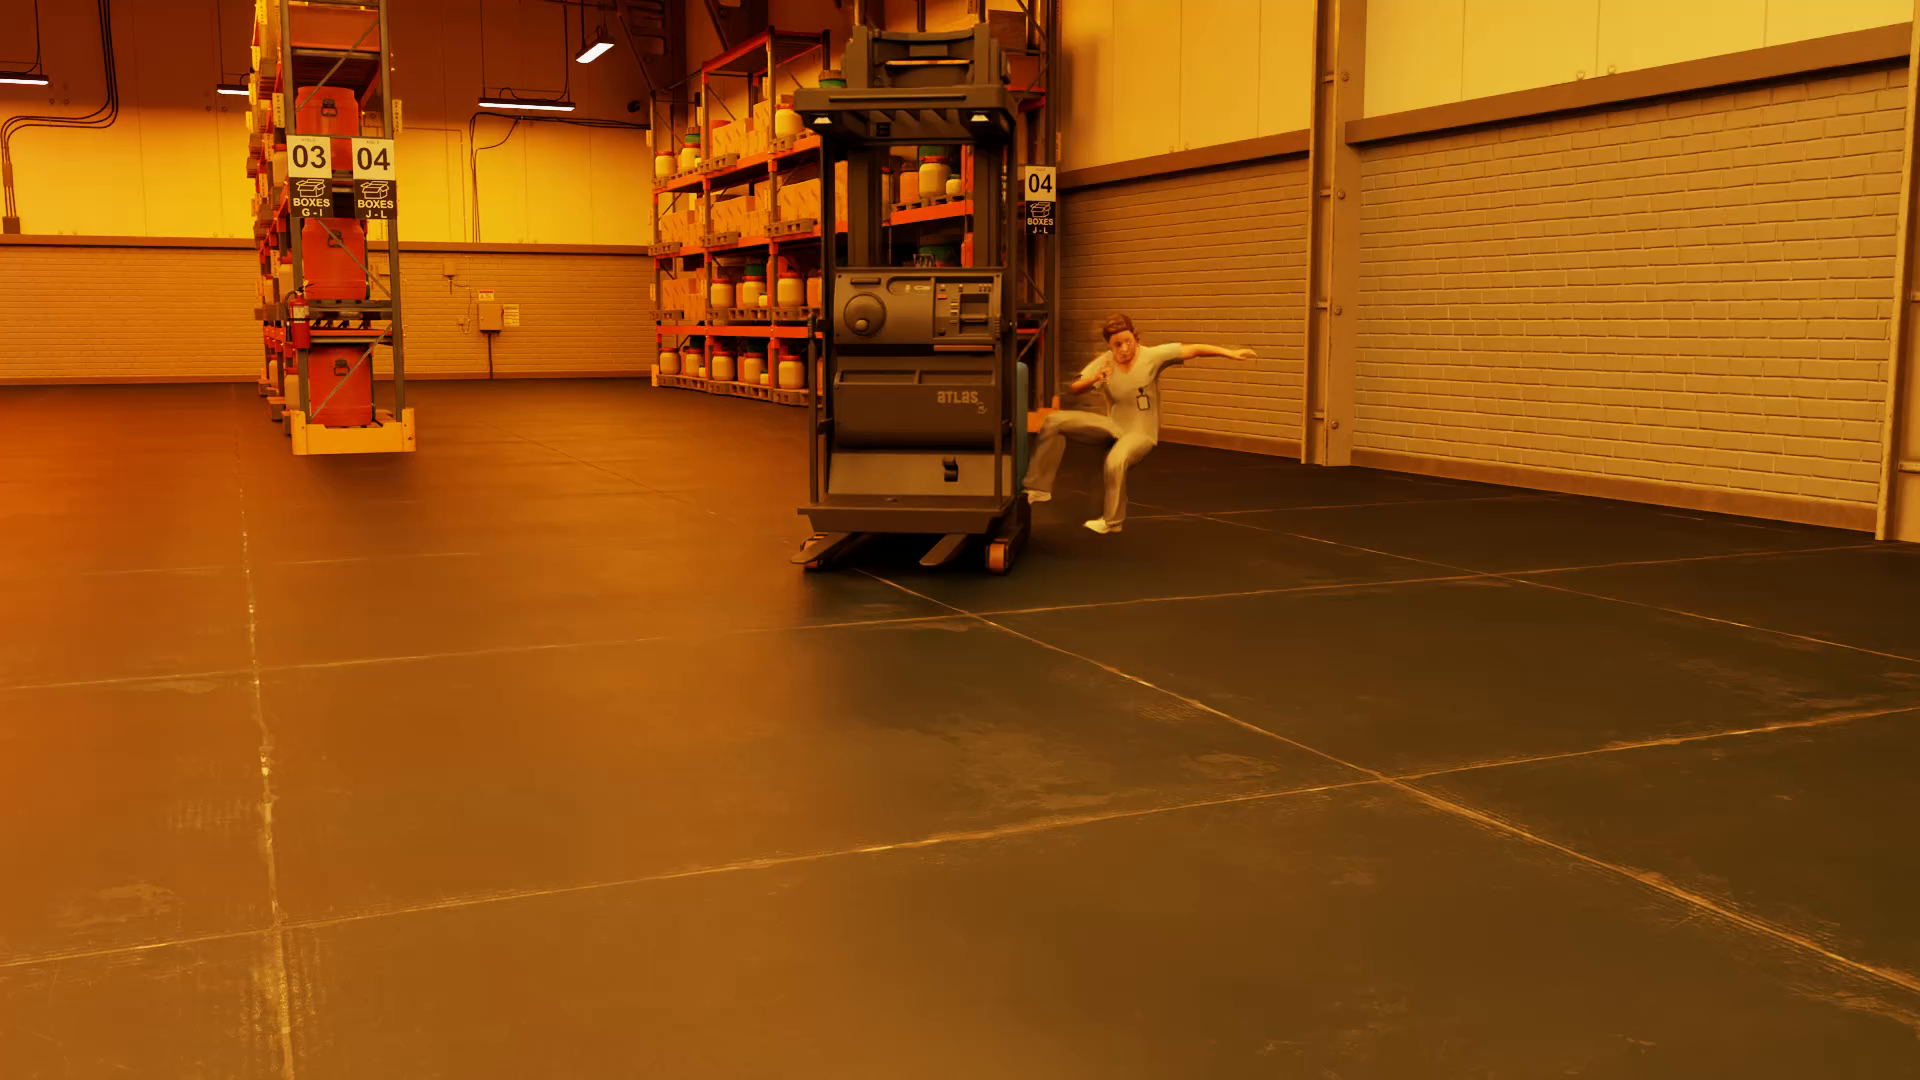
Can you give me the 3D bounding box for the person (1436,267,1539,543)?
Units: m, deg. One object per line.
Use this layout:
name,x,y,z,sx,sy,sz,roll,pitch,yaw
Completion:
person,3.231,-0.819,10.071,0.640,1.649,0.481,-2,8,-12

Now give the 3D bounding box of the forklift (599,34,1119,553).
forklift,-0.609,-1.448,9.921,3.031,2.935,1.130,-1,8,-4
